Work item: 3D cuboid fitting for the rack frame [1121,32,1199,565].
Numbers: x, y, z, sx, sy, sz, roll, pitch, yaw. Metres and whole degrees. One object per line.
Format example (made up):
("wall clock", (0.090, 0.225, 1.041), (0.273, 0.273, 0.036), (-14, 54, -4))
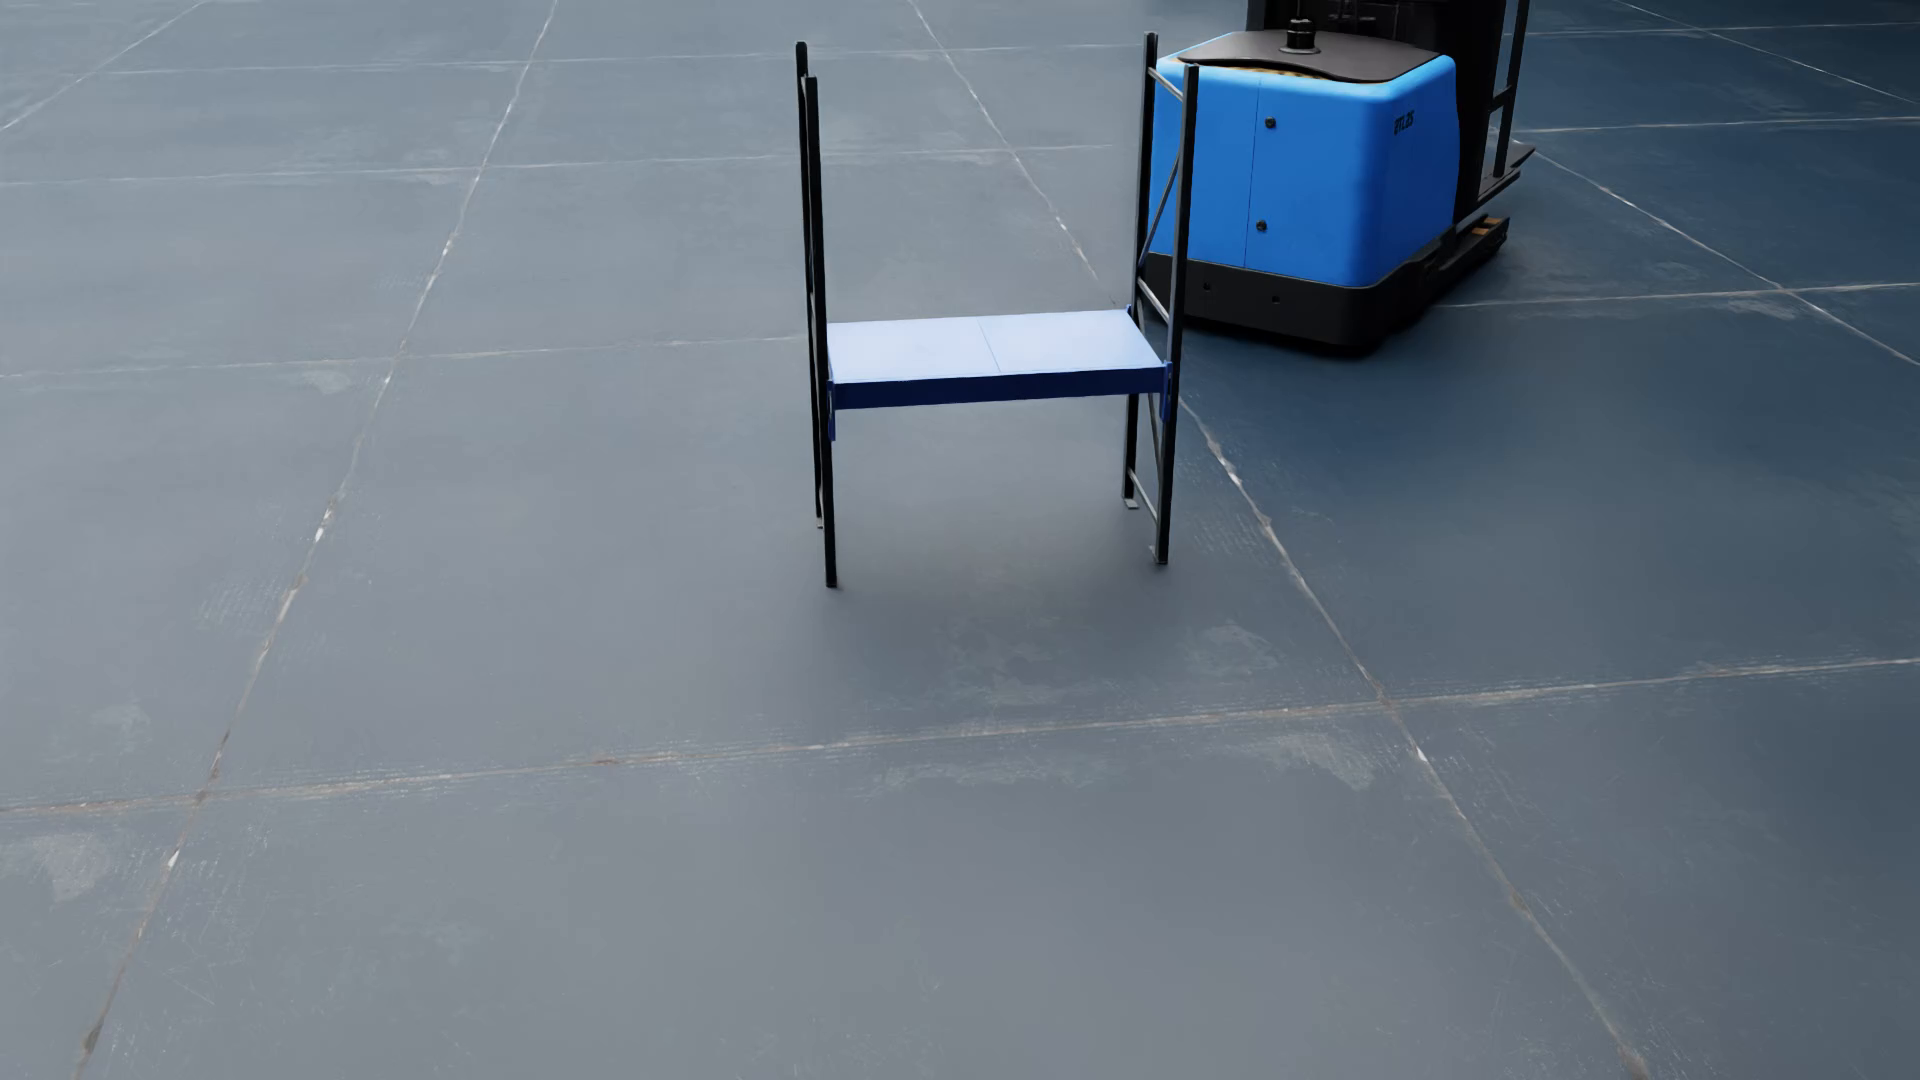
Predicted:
("rack frame", (0.588, -0.705, 4.981), (0.032, 1.500, 0.500), (-4, 27, -7))

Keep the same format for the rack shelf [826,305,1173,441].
("rack shelf", (0.084, -0.513, 5.000), (1.000, 0.185, 0.538), (-4, 27, -7))

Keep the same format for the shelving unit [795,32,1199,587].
("shelving unit", (0.084, -0.673, 4.918), (1.048, 1.500, 0.538), (-4, 27, -7))

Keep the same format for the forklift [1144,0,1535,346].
("forklift", (1.956, -2.700, 7.302), (1.130, 2.935, 3.031), (16, 31, 29))

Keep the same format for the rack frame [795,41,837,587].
("rack frame", (-0.419, -0.640, 4.855), (0.032, 1.500, 0.500), (-4, 27, -7))
